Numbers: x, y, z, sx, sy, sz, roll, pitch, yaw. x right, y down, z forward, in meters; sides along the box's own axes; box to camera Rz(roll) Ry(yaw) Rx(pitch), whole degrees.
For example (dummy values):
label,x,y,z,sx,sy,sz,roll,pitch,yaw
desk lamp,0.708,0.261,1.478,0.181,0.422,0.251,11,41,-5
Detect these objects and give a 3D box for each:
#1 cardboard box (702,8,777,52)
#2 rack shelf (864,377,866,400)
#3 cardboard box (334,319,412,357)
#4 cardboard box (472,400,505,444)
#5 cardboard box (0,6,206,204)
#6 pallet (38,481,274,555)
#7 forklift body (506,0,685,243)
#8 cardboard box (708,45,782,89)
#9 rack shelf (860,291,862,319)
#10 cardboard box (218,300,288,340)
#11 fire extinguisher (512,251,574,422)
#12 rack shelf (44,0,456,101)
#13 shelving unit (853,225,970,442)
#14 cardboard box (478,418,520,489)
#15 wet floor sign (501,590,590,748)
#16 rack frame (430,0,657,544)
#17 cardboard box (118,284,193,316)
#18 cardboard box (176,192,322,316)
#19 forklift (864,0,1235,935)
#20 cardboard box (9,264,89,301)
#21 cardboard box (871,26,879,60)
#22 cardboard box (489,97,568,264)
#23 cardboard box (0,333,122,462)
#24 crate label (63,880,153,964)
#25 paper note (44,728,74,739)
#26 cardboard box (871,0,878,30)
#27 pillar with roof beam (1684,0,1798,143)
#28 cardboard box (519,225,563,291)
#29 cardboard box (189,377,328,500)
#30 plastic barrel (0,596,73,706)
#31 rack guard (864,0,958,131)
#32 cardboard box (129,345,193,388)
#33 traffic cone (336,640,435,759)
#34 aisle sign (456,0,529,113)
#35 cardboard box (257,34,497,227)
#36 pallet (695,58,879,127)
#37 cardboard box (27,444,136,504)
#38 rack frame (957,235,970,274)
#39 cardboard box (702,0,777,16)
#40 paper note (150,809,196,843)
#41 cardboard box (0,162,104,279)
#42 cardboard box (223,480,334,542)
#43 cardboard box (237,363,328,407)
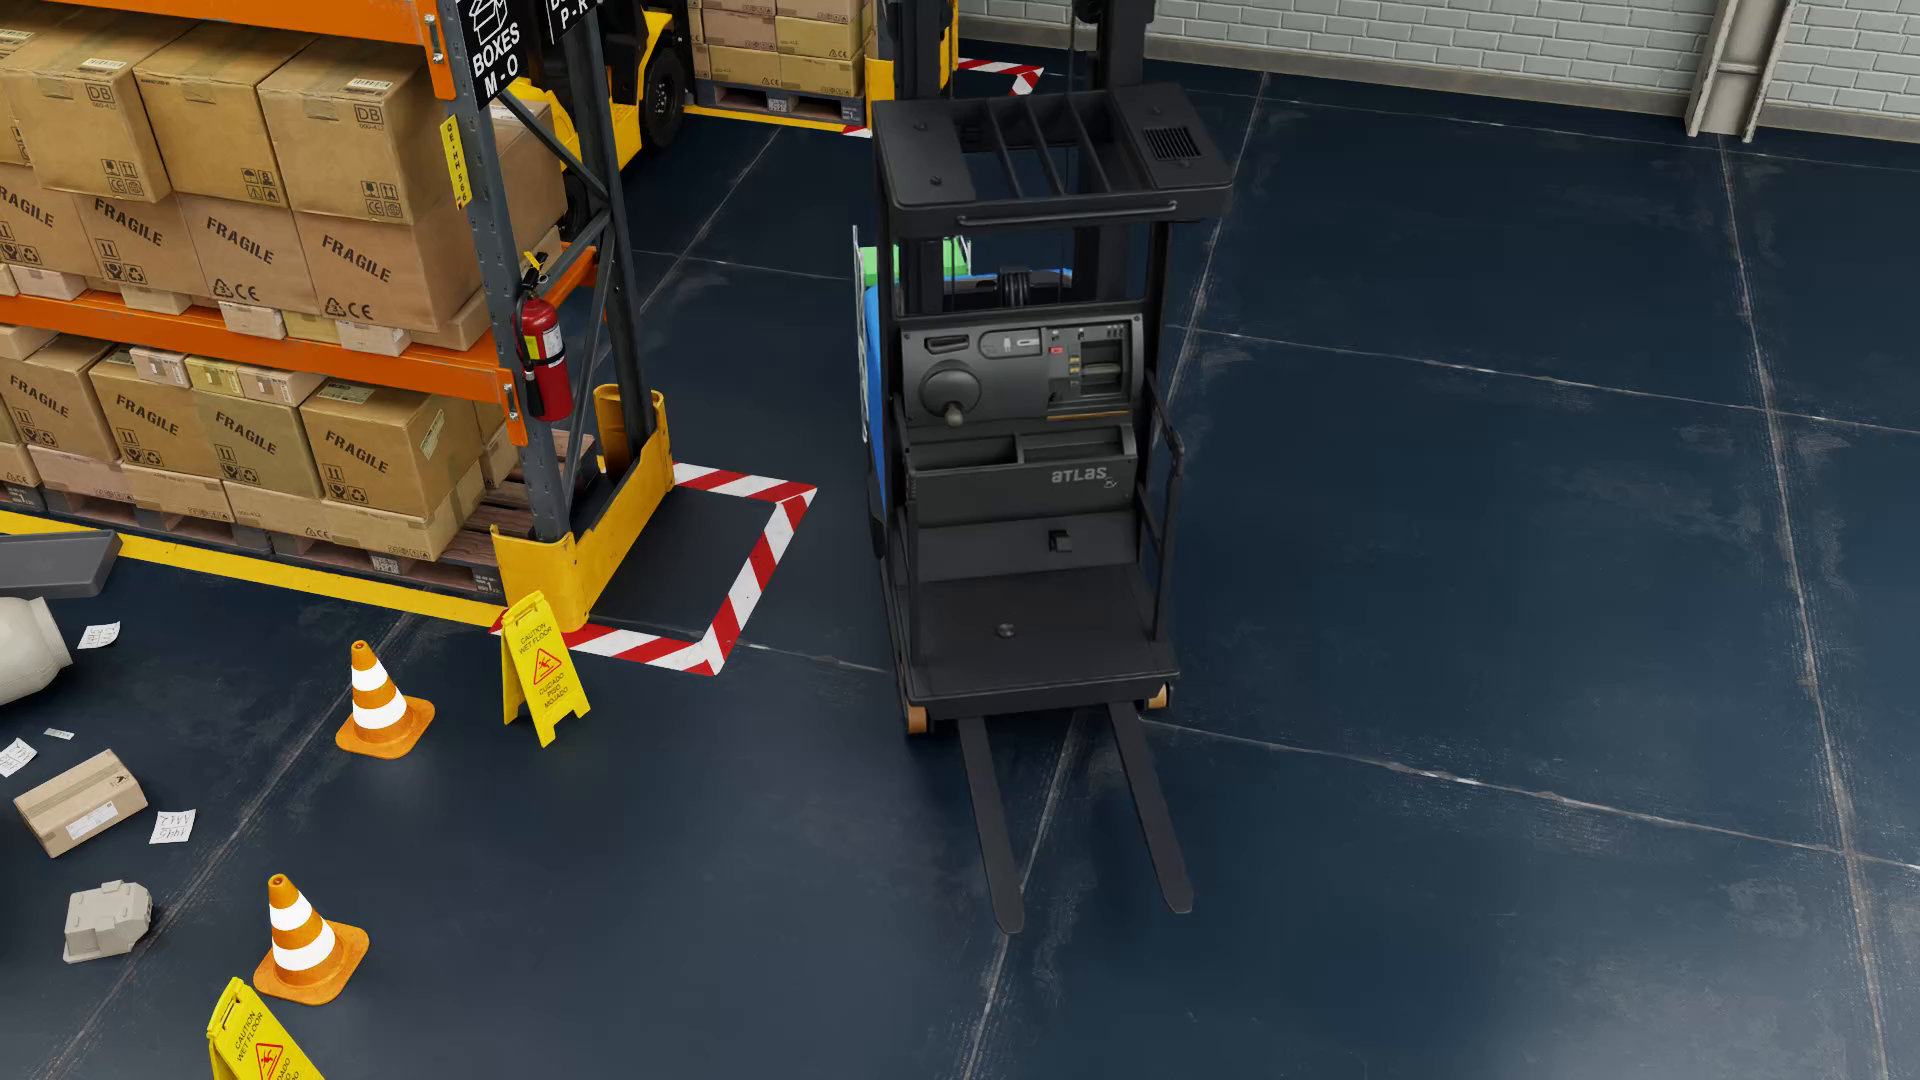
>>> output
label,x,y,z,sx,sy,sz,roll,pitch,yaw
cardboard box,-1.372,-3.471,10.998,0.500,0.250,0.500,9,41,11
rack shelf,-0.222,-0.705,8.153,0.480,0.148,0.258,-7,41,-8
cardboard box,-2.308,-0.917,6.730,0.250,0.149,0.380,9,41,11
cardboard box,-2.349,-0.815,7.641,0.500,0.500,0.500,8,41,10
cardboard box,-3.175,-1.705,6.386,0.500,0.500,0.700,9,41,11
pallet,-3.642,-0.417,8.107,1.213,0.211,1.003,10,41,11
forklift body,-2.642,-3.052,9.736,1.214,2.155,2.313,10,41,11
cardboard box,-1.353,-3.273,11.151,0.500,0.250,0.500,10,41,11
rack shelf,-0.222,-1.072,7.845,0.480,0.148,0.258,-7,41,-8
cardboard box,-2.807,-0.997,6.825,0.250,0.149,0.380,10,41,12
fire extinguisher,-1.627,-0.776,6.426,0.183,0.674,0.296,10,41,11
rack shelf,-3.551,-2.316,6.427,4.000,0.370,1.077,10,41,11
shelving unit,-0.222,-0.937,7.958,0.503,1.200,0.258,-7,41,-8
cardboard box,-2.326,-0.525,7.878,0.500,0.250,0.500,9,41,11
wet floor sign,-1.712,0.487,6.693,0.232,0.644,0.267,24,46,26
rack frame,-1.618,-1.111,6.765,0.127,3.000,1.000,10,41,11
cardboard box,-3.289,-1.113,6.963,0.250,0.149,0.380,9,41,11
cardboard box,-2.697,-1.268,6.643,0.500,0.500,0.500,10,41,12
forklift,0.273,-0.573,6.178,1.130,2.935,3.031,-5,40,-6
cardboard box,-3.777,-1.185,7.048,0.250,0.149,0.380,10,41,11
cardboard box,-0.763,-3.506,11.429,0.500,0.250,0.500,10,41,12
cardboard box,-2.004,-1.514,6.936,0.500,0.500,0.500,9,41,11
cardboard box,-3.962,-0.736,7.547,0.500,0.500,0.500,12,41,14
crate label,-3.101,1.369,6.038,0.298,0.136,0.250,-10,41,-11
paper note,-3.695,0.795,6.820,0.123,0.001,0.032,10,41,11
cardboard box,-0.740,-3.702,11.273,0.500,0.250,0.500,10,41,12
pillar with roof beam,3.905,-3.496,4.940,0.400,9.000,9.100,10,41,11
cardboard box,-1.893,-1.200,7.066,0.250,0.149,0.380,10,41,12
cardboard box,-2.965,-0.562,7.339,0.500,0.500,0.500,11,41,13
plastic barrel,-4.005,0.473,6.882,0.512,0.421,0.421,-24,46,-26
rack guard,-0.316,-3.234,11.237,0.348,0.500,1.175,10,41,11
cardboard box,-3.328,-0.833,7.159,0.250,0.149,0.380,11,41,13
traffic cone,-2.367,0.591,6.712,0.334,0.463,0.336,10,41,11
aisle sign,-1.634,-1.916,5.702,0.004,0.787,0.394,10,41,11
cardboard box,-2.168,-1.595,6.255,0.500,0.500,0.700,9,41,10
pallet,-1.089,-3.229,11.455,1.213,0.211,1.003,10,41,11
cardboard box,-3.951,-0.450,7.789,0.500,0.250,0.500,9,41,11
rack frame,0.017,-0.967,7.993,0.015,1.200,0.240,-7,41,-8
cardboard box,-1.359,-3.650,10.822,0.500,0.250,0.500,10,41,12
paper note,-3.046,1.106,6.434,0.142,0.019,0.148,-3,40,-4
cardboard box,-3.664,-1.450,6.859,0.500,0.500,0.500,10,41,12
cardboard box,-2.967,-0.277,7.583,0.500,0.250,0.500,10,41,12
cardboard box,-2.832,-0.745,7.053,0.250,0.149,0.380,11,41,13
